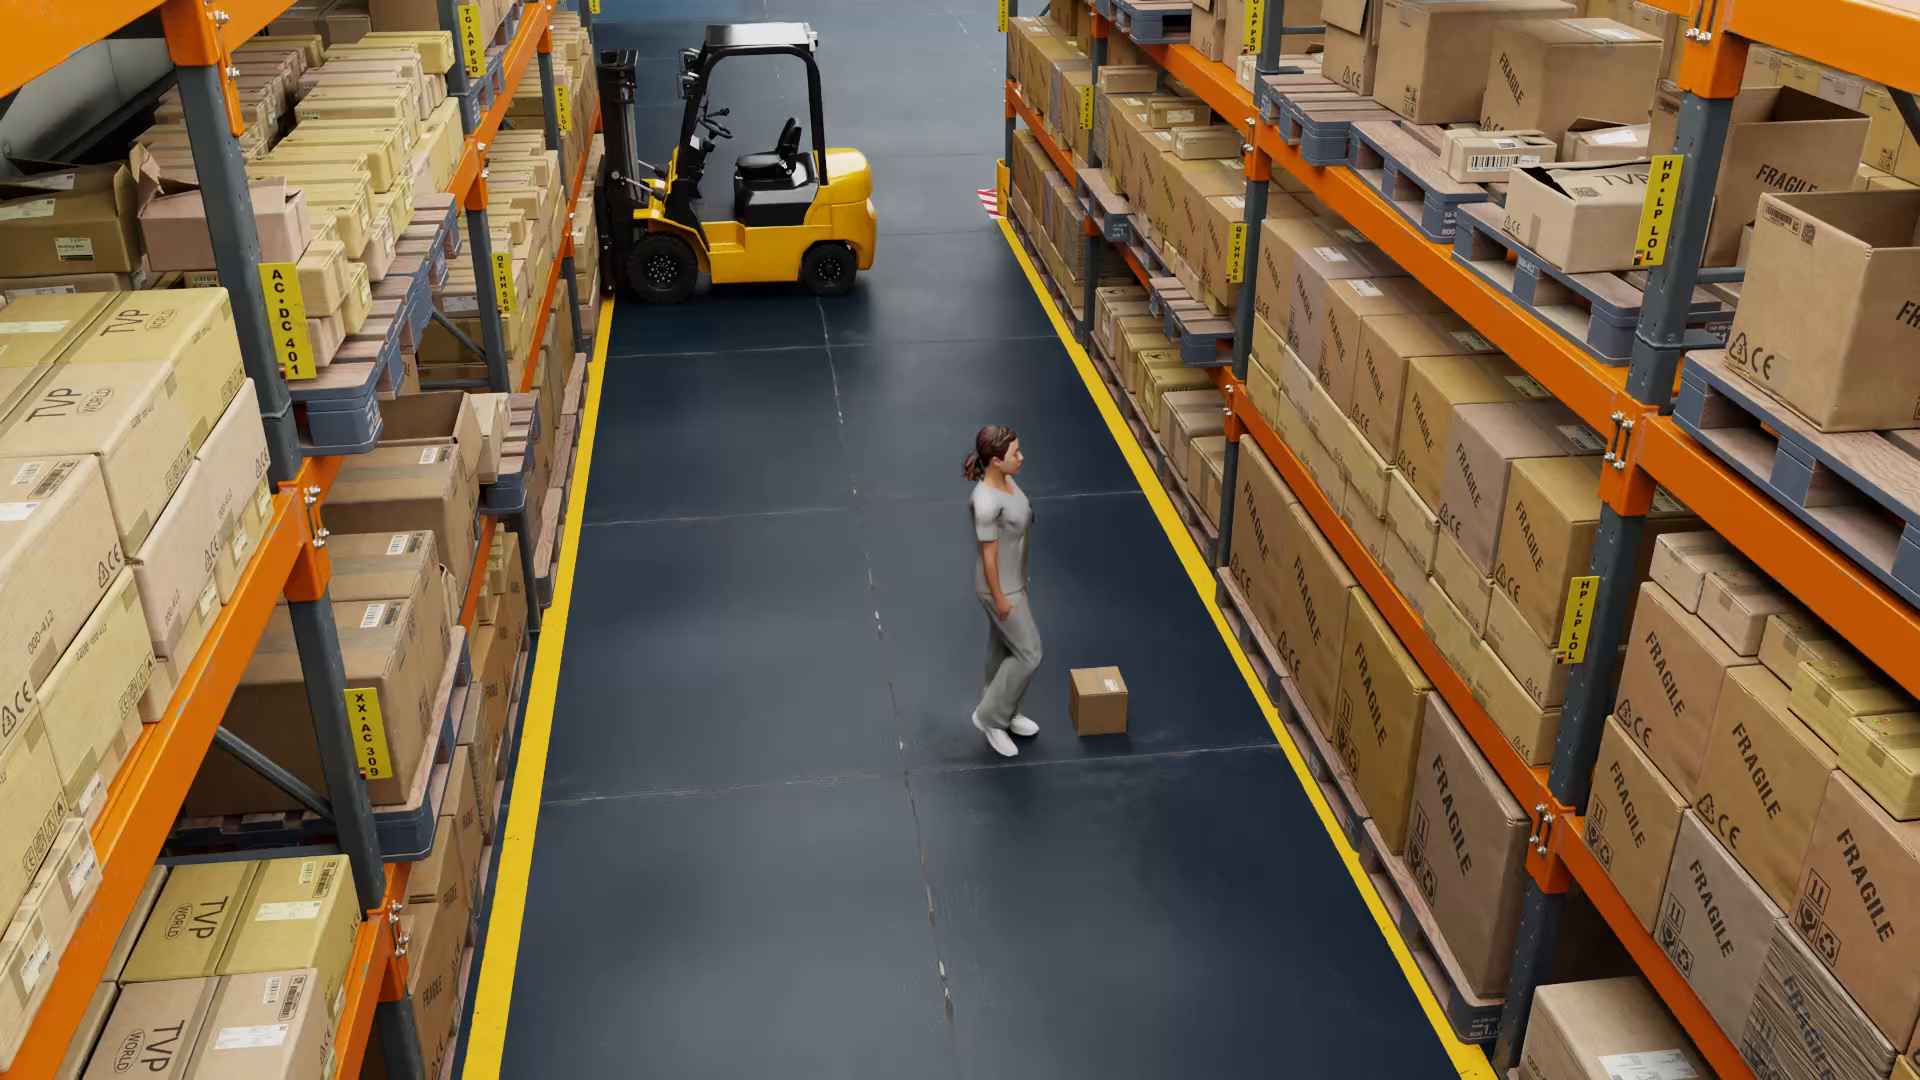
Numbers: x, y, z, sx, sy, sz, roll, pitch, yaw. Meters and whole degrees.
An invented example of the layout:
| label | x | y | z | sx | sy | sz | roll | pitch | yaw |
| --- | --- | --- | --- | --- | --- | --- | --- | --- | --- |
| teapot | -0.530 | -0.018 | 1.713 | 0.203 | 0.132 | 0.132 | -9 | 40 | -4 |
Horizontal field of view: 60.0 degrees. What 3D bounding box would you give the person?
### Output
| label | x | y | z | sx | sy | sz | roll | pitch | yaw |
| --- | --- | --- | --- | --- | --- | --- | --- | --- | --- |
| person | 0.218 | 0.233 | 8.177 | 0.433 | 1.698 | 0.465 | 6 | 28 | 11 |
